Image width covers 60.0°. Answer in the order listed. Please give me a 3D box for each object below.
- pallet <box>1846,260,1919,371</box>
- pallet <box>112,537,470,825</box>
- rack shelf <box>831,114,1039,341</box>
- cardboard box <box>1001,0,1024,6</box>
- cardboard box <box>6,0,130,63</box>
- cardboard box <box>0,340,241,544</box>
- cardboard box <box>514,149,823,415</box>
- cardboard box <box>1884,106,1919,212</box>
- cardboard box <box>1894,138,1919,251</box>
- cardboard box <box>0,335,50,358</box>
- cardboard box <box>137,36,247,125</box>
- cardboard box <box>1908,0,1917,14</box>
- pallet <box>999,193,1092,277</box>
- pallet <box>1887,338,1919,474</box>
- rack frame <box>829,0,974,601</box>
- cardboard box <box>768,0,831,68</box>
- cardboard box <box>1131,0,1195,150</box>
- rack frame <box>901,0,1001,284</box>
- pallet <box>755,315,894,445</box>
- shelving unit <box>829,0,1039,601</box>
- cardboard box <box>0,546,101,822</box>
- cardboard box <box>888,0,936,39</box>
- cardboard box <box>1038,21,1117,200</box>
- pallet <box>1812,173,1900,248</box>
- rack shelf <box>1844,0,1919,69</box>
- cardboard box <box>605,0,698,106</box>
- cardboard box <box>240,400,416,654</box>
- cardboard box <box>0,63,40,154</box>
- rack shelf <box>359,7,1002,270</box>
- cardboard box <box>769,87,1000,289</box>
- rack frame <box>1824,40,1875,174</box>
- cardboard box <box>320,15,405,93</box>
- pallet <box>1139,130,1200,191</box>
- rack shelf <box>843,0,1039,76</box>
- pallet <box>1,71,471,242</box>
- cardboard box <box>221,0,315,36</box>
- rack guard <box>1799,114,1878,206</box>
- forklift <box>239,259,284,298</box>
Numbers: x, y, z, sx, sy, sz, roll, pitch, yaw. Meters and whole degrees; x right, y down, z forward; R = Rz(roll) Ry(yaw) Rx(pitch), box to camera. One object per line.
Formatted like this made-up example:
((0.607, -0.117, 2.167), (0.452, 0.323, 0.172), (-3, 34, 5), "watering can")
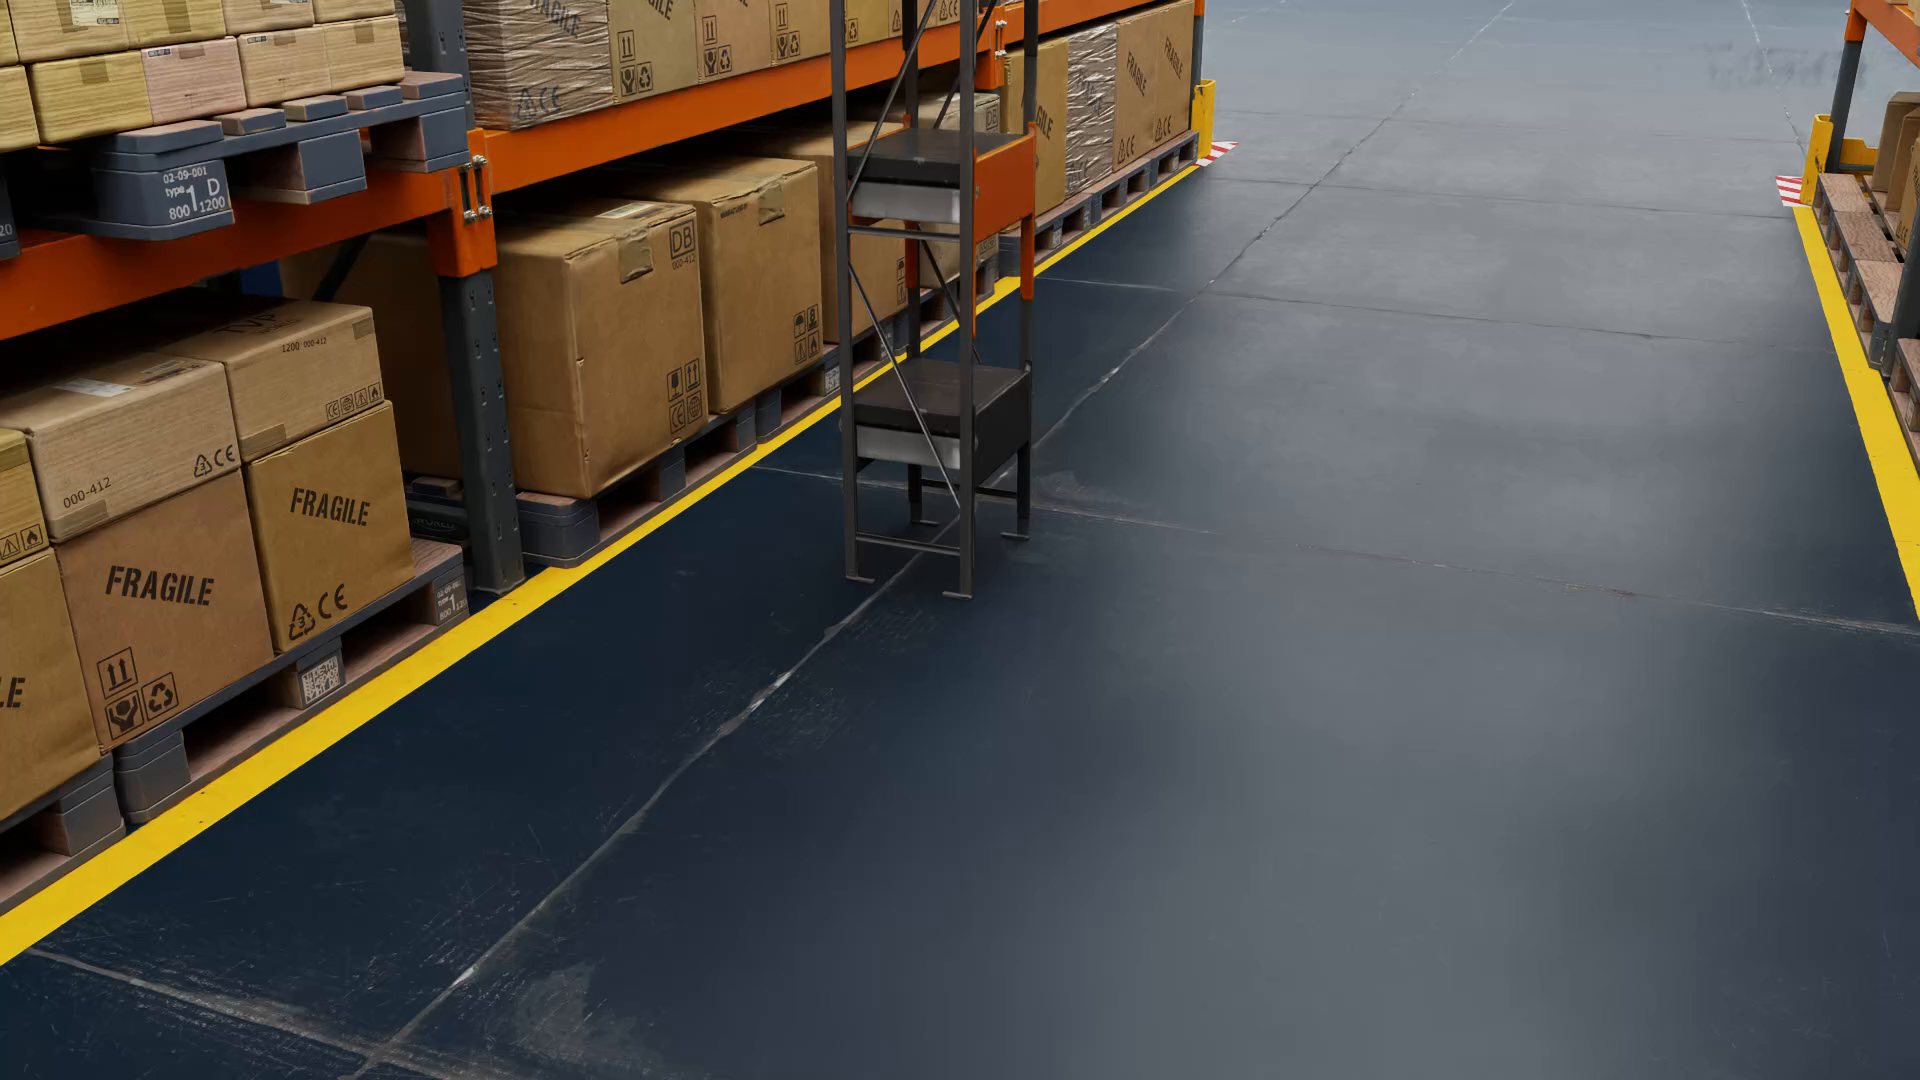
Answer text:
((4.492, -0.952, 7.254), (1.003, 0.211, 1.213), (9, 24, 20), "pallet")
((-2.069, 0.258, 4.358), (1.003, 0.211, 1.213), (9, 24, 20), "pallet")
((-0.061, -0.897, 4.709), (0.431, 0.518, 0.480), (9, 24, 20), "rack shelf")
((-0.166, -2.942, 8.207), (0.875, 0.550, 0.550), (9, 24, 20), "cardboard box")
((-1.825, -1.001, 3.150), (0.380, 0.149, 0.250), (9, 24, 20), "cardboard box")
((-1.966, -0.230, 3.633), (0.500, 0.250, 0.500), (9, 24, 21), "cardboard box")
((-1.146, -0.982, 6.083), (1.050, 0.750, 0.750), (9, 24, 21), "cardboard box")
((5.324, -2.025, 8.904), (0.500, 0.500, 0.500), (16, 28, 34), "cardboard box")
((4.825, -1.610, 7.911), (0.500, 0.500, 0.500), (7, 24, 15), "cardboard box")
((-2.447, -0.301, 3.803), (0.500, 0.250, 0.500), (8, 24, 19), "cardboard box")
((-1.723, -0.963, 3.444), (0.380, 0.149, 0.250), (9, 24, 21), "cardboard box")
((4.654, -2.531, 7.743), (0.380, 0.149, 0.250), (9, 24, 20), "cardboard box")
((0.063, -1.713, 9.078), (1.003, 0.211, 1.213), (9, 24, 20), "pallet")
((3.988, -0.427, 5.999), (1.003, 0.211, 1.213), (9, 24, 20), "pallet")
((-0.152, -0.822, 4.494), (0.400, 2.100, 0.015), (9, 24, 20), "rack frame")
((-0.799, -2.017, 6.057), (0.500, 0.500, 0.500), (9, 24, 19), "cardboard box")
((1.004, -3.132, 11.068), (0.875, 0.875, 0.875), (9, 24, 20), "cardboard box")
((-0.292, -2.739, 7.916), (1.000, 3.000, 0.127), (9, 24, 20), "rack frame")
((-0.960, -0.728, 6.718), (1.003, 0.211, 1.213), (9, 24, 20), "pallet")
((-0.061, -0.910, 4.703), (0.431, 2.100, 0.503), (9, 24, 20), "shelving unit")
((-2.157, 0.302, 3.334), (0.500, 0.500, 0.500), (8, 24, 18), "cardboard box")
((-0.425, -2.380, 6.925), (0.500, 0.500, 0.500), (9, 24, 19), "cardboard box")
((0.338, -2.491, 9.533), (0.875, 0.875, 0.875), (9, 24, 20), "cardboard box")
((5.399, -1.825, 9.345), (1.003, 0.211, 1.213), (9, 24, 20), "pallet")
((5.019, -2.377, 7.982), (1.077, 0.370, 4.000), (9, 24, 20), "rack shelf")
((-1.174, -1.658, 5.199), (0.500, 0.500, 0.500), (9, 24, 20), "cardboard box")
((-1.779, -0.075, 4.237), (0.500, 0.500, 0.500), (9, 24, 20), "cardboard box")
((-1.917, -0.777, 3.000), (0.380, 0.149, 0.250), (8, 24, 18), "cardboard box")
((-1.035, -1.692, 6.341), (1.077, 0.370, 4.000), (9, 24, 20), "rack shelf")
((-0.439, -1.660, 7.706), (1.050, 0.750, 0.750), (9, 24, 20), "cardboard box")
((5.762, -3.424, 9.556), (1.000, 3.000, 0.127), (9, 24, 20), "rack frame")
((-1.534, -1.143, 3.876), (0.380, 0.149, 0.250), (9, 24, 21), "cardboard box")
((0.970, -2.587, 11.169), (1.003, 0.211, 1.213), (9, 24, 20), "pallet")
((-0.062, -1.543, 4.439), (0.431, 0.518, 0.480), (9, 24, 20), "rack shelf")
((-1.943, -0.949, 3.879), (1.213, 0.211, 1.003), (9, 24, 20), "pallet")
((-1.636, -1.185, 3.591), (0.380, 0.149, 0.250), (10, 25, 22), "cardboard box")
((5.733, -2.244, 9.973), (1.175, 0.500, 0.348), (9, 24, 20), "rack guard")
((-2.953, -2.312, 6.982), (1.130, 2.935, 3.031), (8, 24, 18), "forklift")
